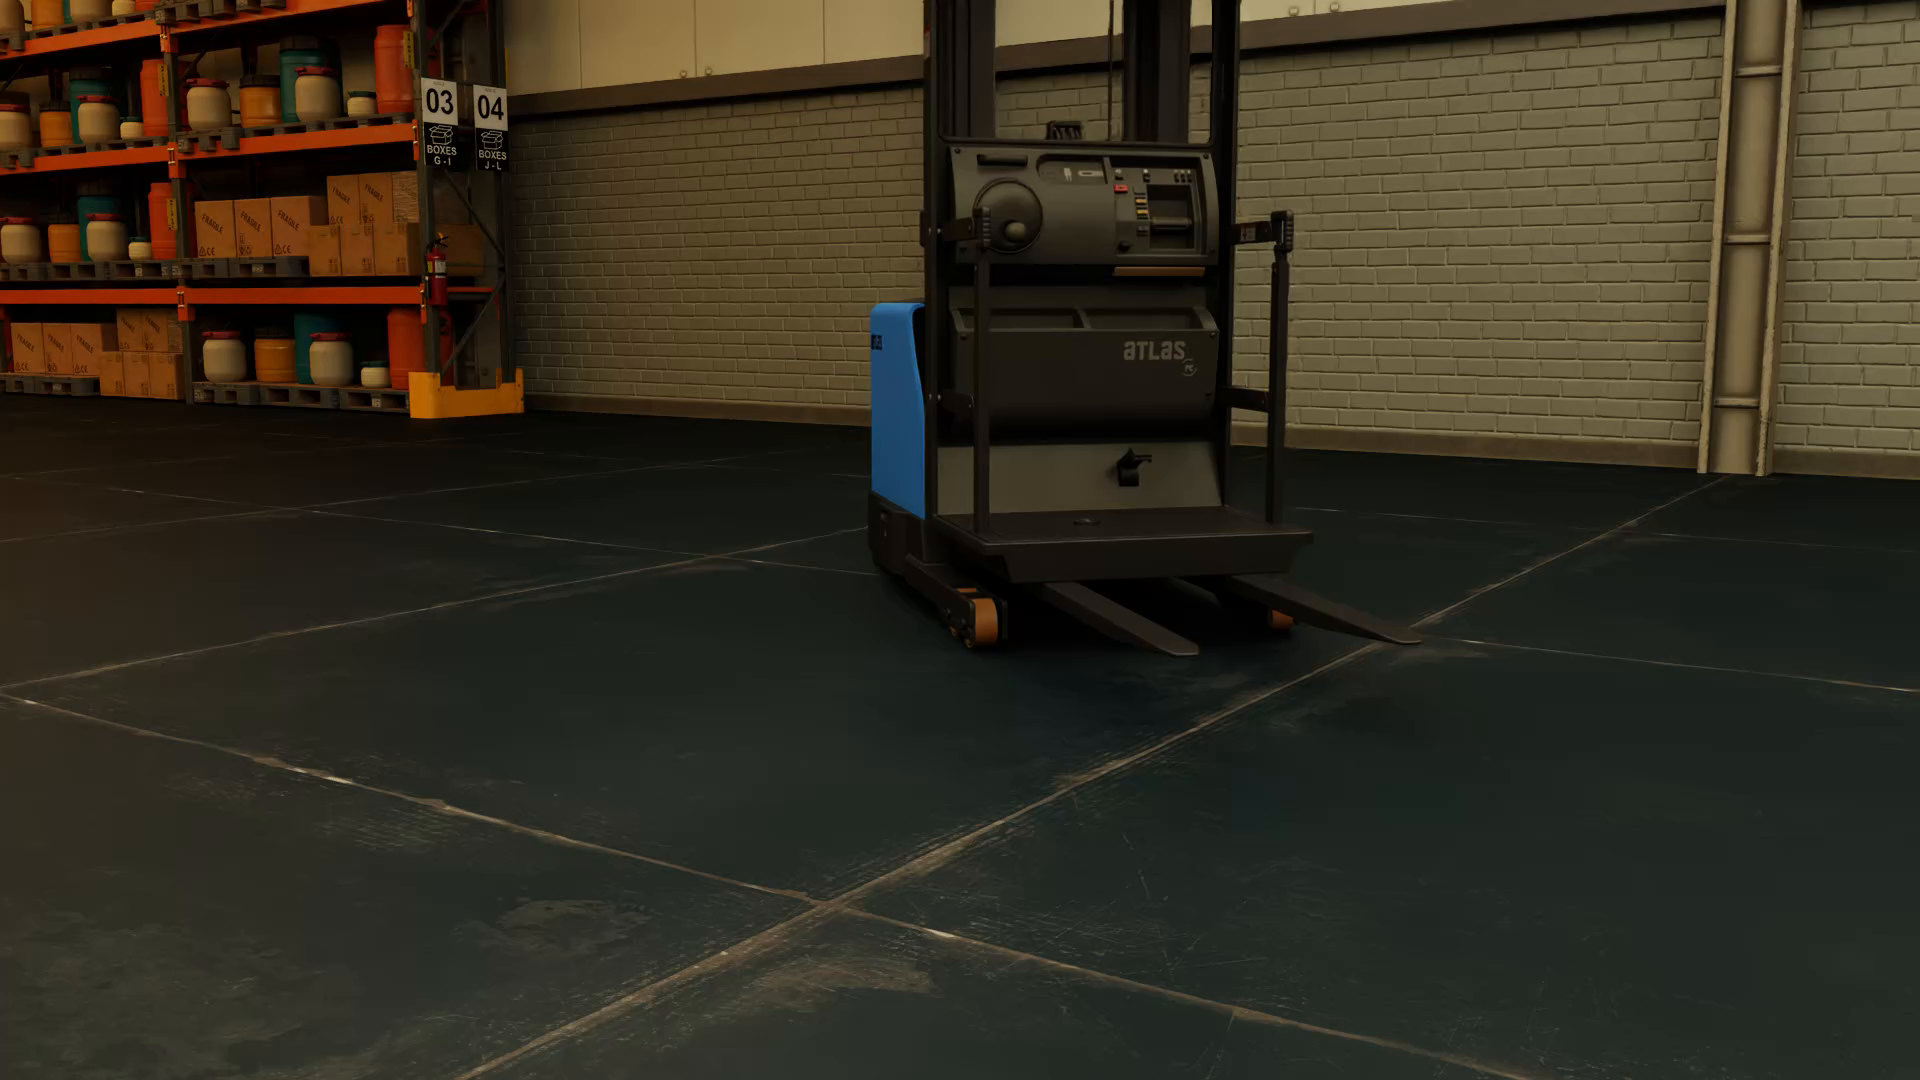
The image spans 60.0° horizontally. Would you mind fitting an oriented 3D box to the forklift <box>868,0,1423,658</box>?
[{"bbox_3d":[0.479,-1.168,5.409,1.130,2.935,3.031,-2,8,-14],"label":"forklift"}]
